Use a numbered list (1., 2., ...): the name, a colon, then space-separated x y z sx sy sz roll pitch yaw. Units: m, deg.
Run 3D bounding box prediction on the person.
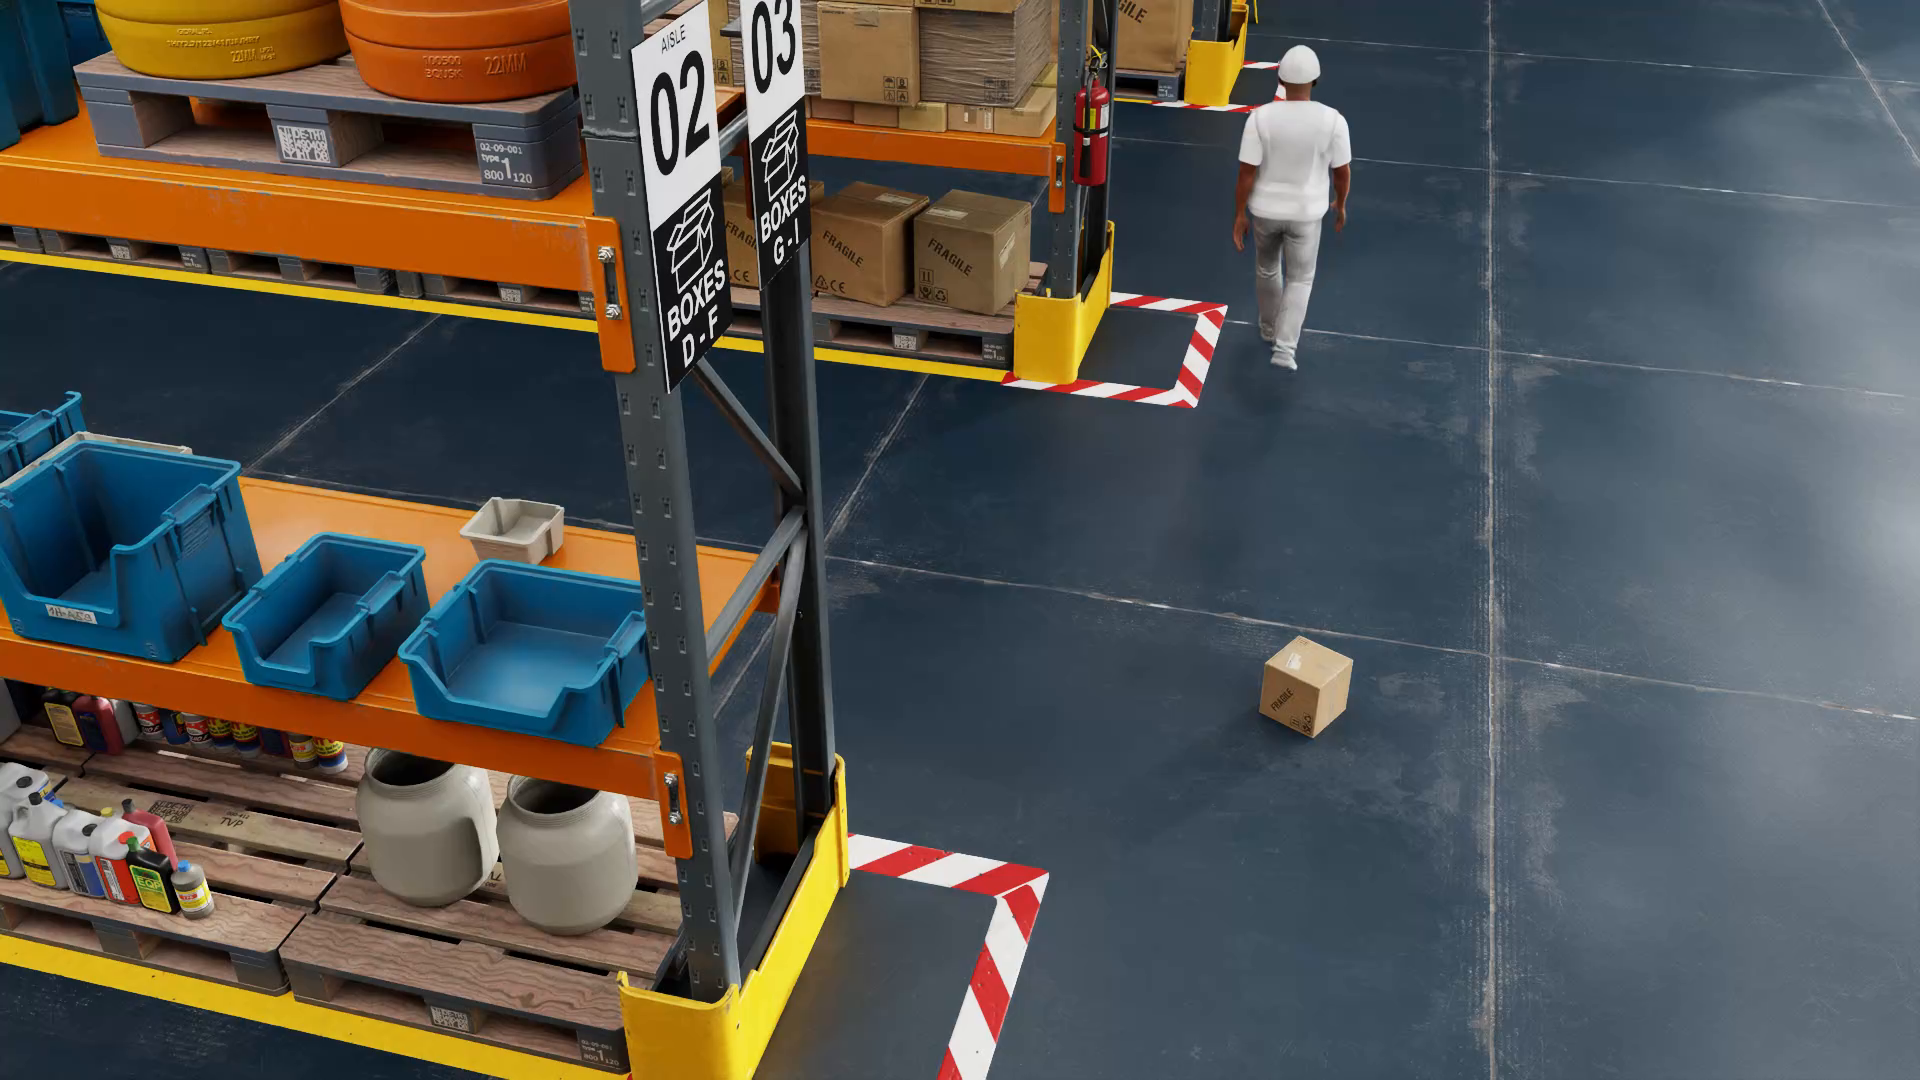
1. person: 1.758 -1.759 8.861 0.581 1.733 0.963 8 34 13
